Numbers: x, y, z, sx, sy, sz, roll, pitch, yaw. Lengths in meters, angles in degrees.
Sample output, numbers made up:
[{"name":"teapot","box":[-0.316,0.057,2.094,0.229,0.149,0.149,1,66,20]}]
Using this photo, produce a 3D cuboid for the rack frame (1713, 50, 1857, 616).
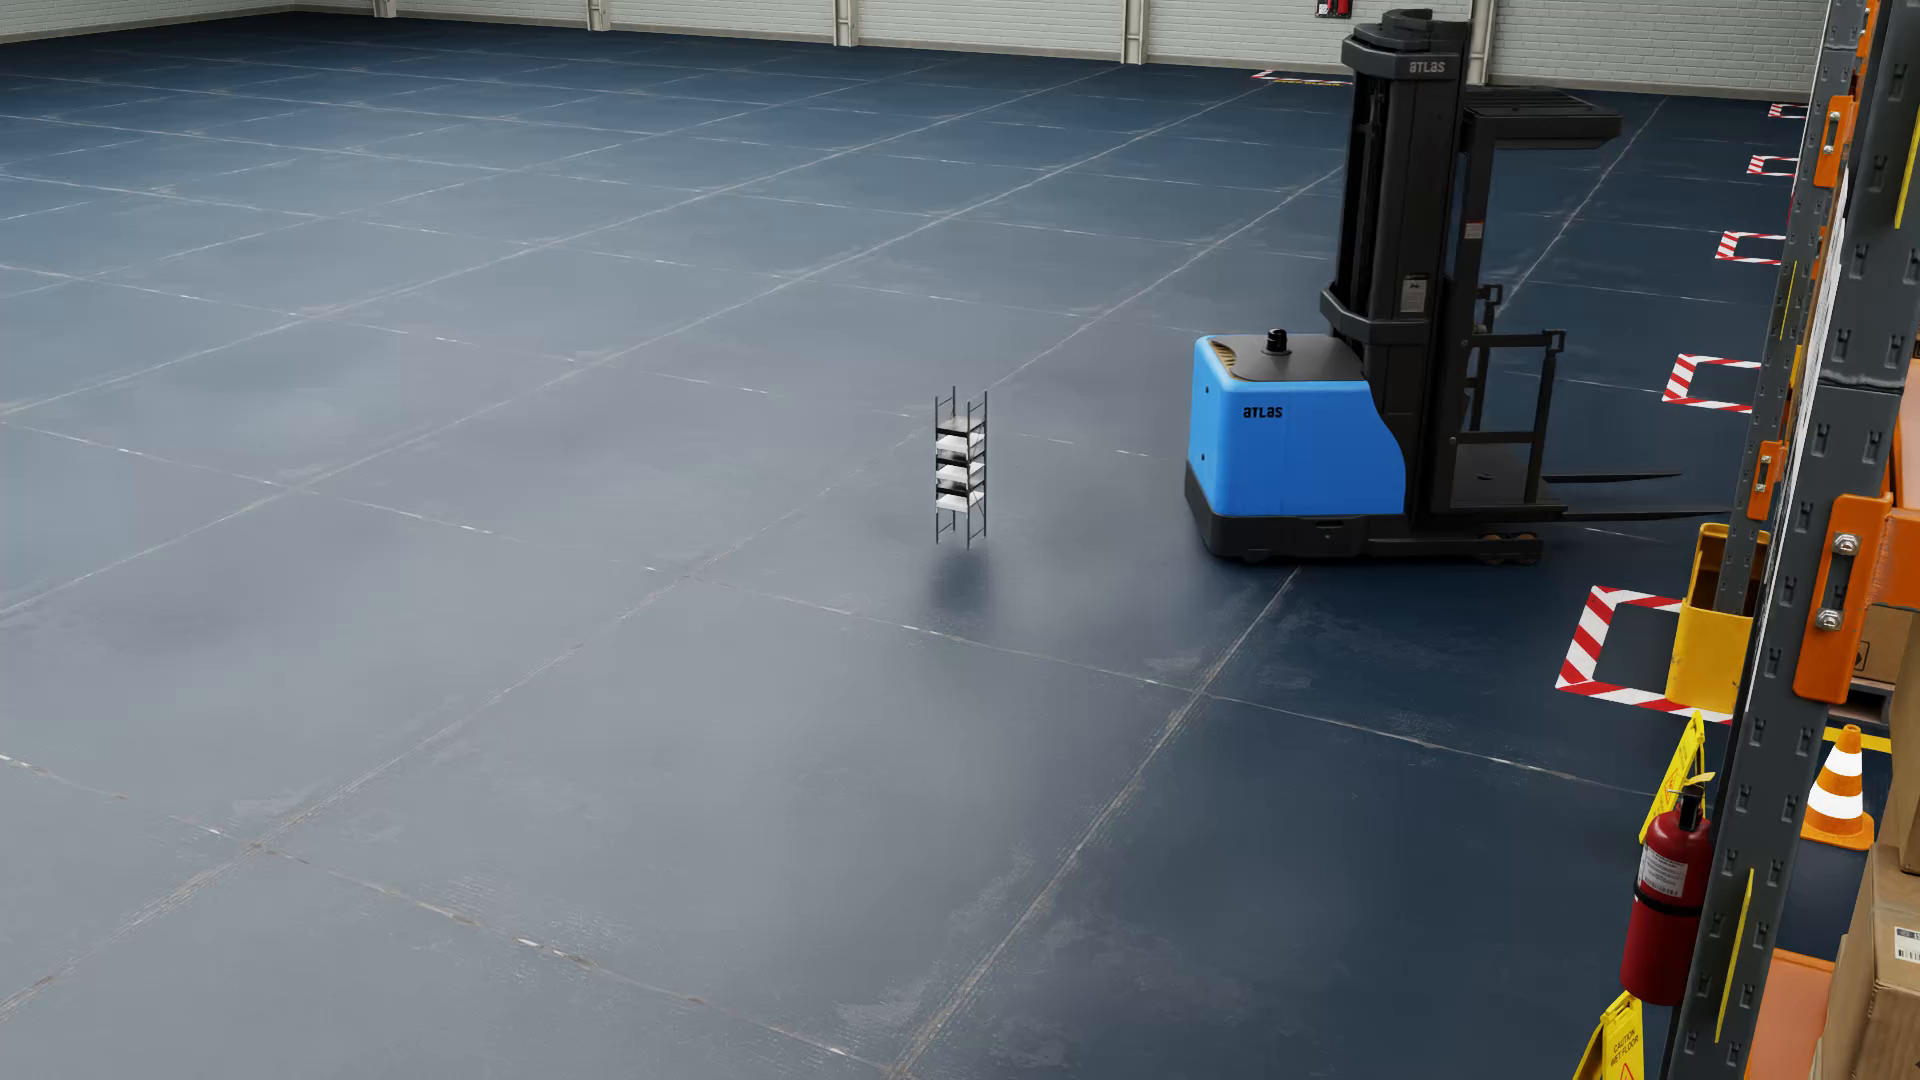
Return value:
[{"name":"rack frame","box":[3.798,-0.780,7.751,0.127,3.000,1.000,11,25,25]}]

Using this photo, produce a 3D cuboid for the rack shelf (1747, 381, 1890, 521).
[{"name":"rack shelf","box":[5.583,-0.096,7.062,4.000,0.370,1.077,11,25,25]}]

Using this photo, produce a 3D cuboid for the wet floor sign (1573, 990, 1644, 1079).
[{"name":"wet floor sign","box":[1.968,1.643,5.062,0.267,0.644,0.232,-20,30,-39]}]

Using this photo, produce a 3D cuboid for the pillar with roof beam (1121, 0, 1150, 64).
[{"name":"pillar with roof beam","box":[1.195,-11.239,24.679,0.400,9.000,9.100,11,25,25]}]

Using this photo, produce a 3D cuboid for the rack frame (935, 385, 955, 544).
[{"name":"rack frame","box":[-0.083,-0.431,9.613,0.006,0.900,0.240,11,25,25]}]

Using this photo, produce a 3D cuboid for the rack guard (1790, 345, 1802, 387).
[{"name":"rack guard","box":[6.194,-1.331,12.240,0.348,0.500,1.175,11,25,25]}]

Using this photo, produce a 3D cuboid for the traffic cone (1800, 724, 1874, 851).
[{"name":"traffic cone","box":[3.632,0.977,6.861,0.334,0.463,0.336,11,25,25]}]

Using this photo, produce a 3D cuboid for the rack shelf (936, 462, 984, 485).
[{"name":"rack shelf","box":[0.007,-0.382,9.584,0.200,0.077,0.258,11,25,25]}]

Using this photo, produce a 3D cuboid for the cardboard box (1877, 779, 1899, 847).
[{"name":"cardboard box","box":[2.264,0.783,3.567,0.500,0.500,0.500,11,25,24]}]

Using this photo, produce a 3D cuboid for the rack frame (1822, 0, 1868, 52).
[{"name":"rack frame","box":[3.798,-3.541,6.577,0.127,3.000,1.000,11,25,25]}]

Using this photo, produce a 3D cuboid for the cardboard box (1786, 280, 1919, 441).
[{"name":"cardboard box","box":[4.150,-0.799,7.605,0.550,0.550,0.875,11,25,25]}]

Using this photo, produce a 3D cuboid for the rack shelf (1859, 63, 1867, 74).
[{"name":"rack shelf","box":[12.384,-5.269,19.227,4.000,0.370,1.077,11,25,25]}]

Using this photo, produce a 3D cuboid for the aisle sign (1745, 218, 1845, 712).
[{"name":"aisle sign","box":[1.460,-0.132,2.906,0.004,0.787,0.394,11,25,25]}]

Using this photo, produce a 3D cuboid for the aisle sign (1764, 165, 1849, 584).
[{"name":"aisle sign","box":[1.731,-0.342,3.399,0.004,0.787,0.394,11,25,25]}]

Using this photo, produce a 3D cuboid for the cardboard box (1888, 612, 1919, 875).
[{"name":"cardboard box","box":[2.209,0.338,3.338,0.500,0.500,0.700,11,25,23]}]

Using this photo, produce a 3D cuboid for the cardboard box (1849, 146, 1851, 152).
[{"name":"cardboard box","box":[10.978,-4.709,19.967,0.500,0.250,0.500,11,25,25]}]

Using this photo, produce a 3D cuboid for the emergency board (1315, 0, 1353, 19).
[{"name":"emergency board","box":[6.304,-9.372,27.955,0.643,1.169,0.194,11,25,25]}]

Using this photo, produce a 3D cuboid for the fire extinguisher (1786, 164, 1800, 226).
[{"name":"fire extinguisher","box":[6.232,-2.640,12.224,0.183,0.674,0.296,11,25,25]}]

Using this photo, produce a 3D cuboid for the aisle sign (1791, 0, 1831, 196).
[{"name":"aisle sign","box":[3.600,-1.884,7.026,0.004,0.787,0.394,11,25,25]}]

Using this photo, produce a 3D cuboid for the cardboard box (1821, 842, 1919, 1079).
[{"name":"cardboard box","box":[1.953,0.964,3.142,0.500,0.500,0.500,11,25,24]}]

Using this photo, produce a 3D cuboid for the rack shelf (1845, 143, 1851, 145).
[{"name":"rack shelf","box":[10.146,-3.540,15.161,4.000,0.370,1.077,11,25,25]}]

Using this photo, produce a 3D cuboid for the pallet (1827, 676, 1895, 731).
[{"name":"pallet","box":[4.547,0.617,8.029,1.213,0.211,1.003,11,25,25]}]

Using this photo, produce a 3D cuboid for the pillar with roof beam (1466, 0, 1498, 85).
[{"name":"pillar with roof beam","box":[6.549,-10.179,22.188,0.400,9.000,9.100,11,25,25]}]

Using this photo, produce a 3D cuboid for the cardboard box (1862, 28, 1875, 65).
[{"name":"cardboard box","box":[11.010,-5.913,19.693,0.500,0.500,0.700,11,25,25]}]

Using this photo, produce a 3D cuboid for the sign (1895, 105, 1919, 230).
[{"name":"sign","box":[1.410,-0.626,2.440,0.005,0.325,0.100,11,25,25]}]

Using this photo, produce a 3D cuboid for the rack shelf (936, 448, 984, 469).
[{"name":"rack shelf","box":[0.007,-0.465,9.548,0.200,0.077,0.258,11,25,25]}]

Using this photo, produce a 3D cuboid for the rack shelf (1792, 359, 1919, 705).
[{"name":"rack shelf","box":[3.440,0.271,2.367,4.000,0.370,1.077,11,25,25]}]

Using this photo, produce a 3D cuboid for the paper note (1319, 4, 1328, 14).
[{"name":"paper note","box":[6.177,-9.022,28.257,0.142,0.148,0.016,11,25,25]}]

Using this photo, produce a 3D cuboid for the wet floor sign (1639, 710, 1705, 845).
[{"name":"wet floor sign","box":[2.879,0.990,6.598,0.232,0.644,0.267,7,24,15]}]

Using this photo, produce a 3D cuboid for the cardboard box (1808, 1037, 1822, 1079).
[{"name":"cardboard box","box":[1.865,1.215,3.382,0.250,0.149,0.380,11,26,25]}]

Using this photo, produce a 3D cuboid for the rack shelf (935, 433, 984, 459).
[{"name":"rack shelf","box":[0.007,-0.548,9.513,0.200,0.077,0.258,11,25,25]}]

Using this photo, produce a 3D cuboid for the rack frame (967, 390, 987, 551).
[{"name":"rack frame","box":[0.098,-0.395,9.528,0.006,0.900,0.240,11,25,25]}]

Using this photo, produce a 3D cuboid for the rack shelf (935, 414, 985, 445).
[{"name":"rack shelf","box":[0.007,-0.630,9.478,0.200,0.077,0.258,11,25,25]}]

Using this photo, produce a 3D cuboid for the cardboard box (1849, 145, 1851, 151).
[{"name":"cardboard box","box":[11.211,-4.890,20.392,0.500,0.250,0.500,11,25,25]}]

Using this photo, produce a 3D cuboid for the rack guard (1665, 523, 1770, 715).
[{"name":"rack guard","box":[3.777,0.366,8.250,0.348,0.500,1.175,11,25,25]}]

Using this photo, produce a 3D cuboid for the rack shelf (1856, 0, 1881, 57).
[{"name":"rack shelf","box":[7.911,-3.191,10.506,4.000,0.370,1.077,11,25,25]}]

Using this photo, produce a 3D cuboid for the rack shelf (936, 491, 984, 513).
[{"name":"rack shelf","box":[0.007,-0.216,9.654,0.200,0.077,0.258,11,25,25]}]

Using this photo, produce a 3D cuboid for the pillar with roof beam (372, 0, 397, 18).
[{"name":"pillar with roof beam","box":[-14.869,-14.417,32.153,0.400,9.000,9.100,11,25,25]}]

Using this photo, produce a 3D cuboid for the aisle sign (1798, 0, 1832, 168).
[{"name":"aisle sign","box":[3.870,-2.094,7.518,0.004,0.787,0.394,11,25,25]}]

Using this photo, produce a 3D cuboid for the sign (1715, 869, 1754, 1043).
[{"name":"sign","box":[1.410,0.758,3.029,0.005,0.325,0.100,11,25,25]}]

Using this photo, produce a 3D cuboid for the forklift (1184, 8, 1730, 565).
[{"name":"forklift","box":[2.909,-1.417,9.336,3.031,2.935,1.130,-1,23,-2]}]

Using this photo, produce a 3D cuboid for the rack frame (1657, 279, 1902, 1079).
[{"name":"rack frame","box":[1.655,0.967,3.644,0.127,3.000,1.000,11,25,25]}]

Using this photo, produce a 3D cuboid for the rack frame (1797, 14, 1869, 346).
[{"name":"rack frame","box":[6.126,-2.494,11.783,0.127,3.000,1.000,11,25,25]}]

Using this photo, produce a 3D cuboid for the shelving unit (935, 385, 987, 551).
[{"name":"shelving unit","box":[0.007,-0.413,9.571,0.210,0.900,0.258,11,25,25]}]

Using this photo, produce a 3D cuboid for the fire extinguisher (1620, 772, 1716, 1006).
[{"name":"fire extinguisher","box":[1.761,0.821,4.085,0.183,0.674,0.296,11,25,25]}]

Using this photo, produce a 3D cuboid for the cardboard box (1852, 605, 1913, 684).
[{"name":"cardboard box","box":[4.433,0.101,7.858,0.875,0.875,0.875,11,26,25]}]

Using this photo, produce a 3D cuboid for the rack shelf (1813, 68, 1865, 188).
[{"name":"rack shelf","box":[5.583,-1.476,6.475,4.000,0.370,1.077,11,25,25]}]

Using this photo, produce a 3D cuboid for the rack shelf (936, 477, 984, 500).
[{"name":"rack shelf","box":[0.007,-0.299,9.619,0.200,0.077,0.258,11,25,25]}]

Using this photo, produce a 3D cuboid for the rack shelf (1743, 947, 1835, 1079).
[{"name":"rack shelf","box":[3.440,1.651,2.954,4.000,0.370,1.077,11,25,25]}]

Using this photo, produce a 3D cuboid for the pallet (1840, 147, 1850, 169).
[{"name":"pallet","box":[11.301,-4.550,20.179,1.213,0.211,1.003,11,25,25]}]

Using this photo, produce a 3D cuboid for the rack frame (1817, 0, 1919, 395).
[{"name":"rack frame","box":[1.655,-1.794,2.470,0.127,3.000,1.000,11,25,25]}]

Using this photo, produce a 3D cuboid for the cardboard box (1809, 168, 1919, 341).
[{"name":"cardboard box","box":[4.112,-1.267,7.325,0.550,0.550,0.875,11,25,25]}]

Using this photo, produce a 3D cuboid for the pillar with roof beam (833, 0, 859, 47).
[{"name":"pillar with roof beam","box":[-4.160,-12.298,27.170,0.400,9.000,9.100,11,25,25]}]

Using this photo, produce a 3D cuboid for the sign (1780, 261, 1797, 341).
[{"name":"sign","box":[3.543,-1.022,7.113,0.005,0.325,0.100,11,25,25]}]

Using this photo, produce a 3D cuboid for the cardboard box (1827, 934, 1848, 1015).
[{"name":"cardboard box","box":[2.085,1.074,3.714,0.250,0.149,0.380,12,26,26]}]

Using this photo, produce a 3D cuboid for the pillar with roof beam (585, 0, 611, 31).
[{"name":"pillar with roof beam","box":[-9.514,-13.358,29.662,0.400,9.000,9.100,11,25,25]}]

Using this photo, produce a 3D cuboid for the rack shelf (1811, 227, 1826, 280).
[{"name":"rack shelf","box":[7.911,-1.810,11.093,4.000,0.370,1.077,11,25,25]}]
